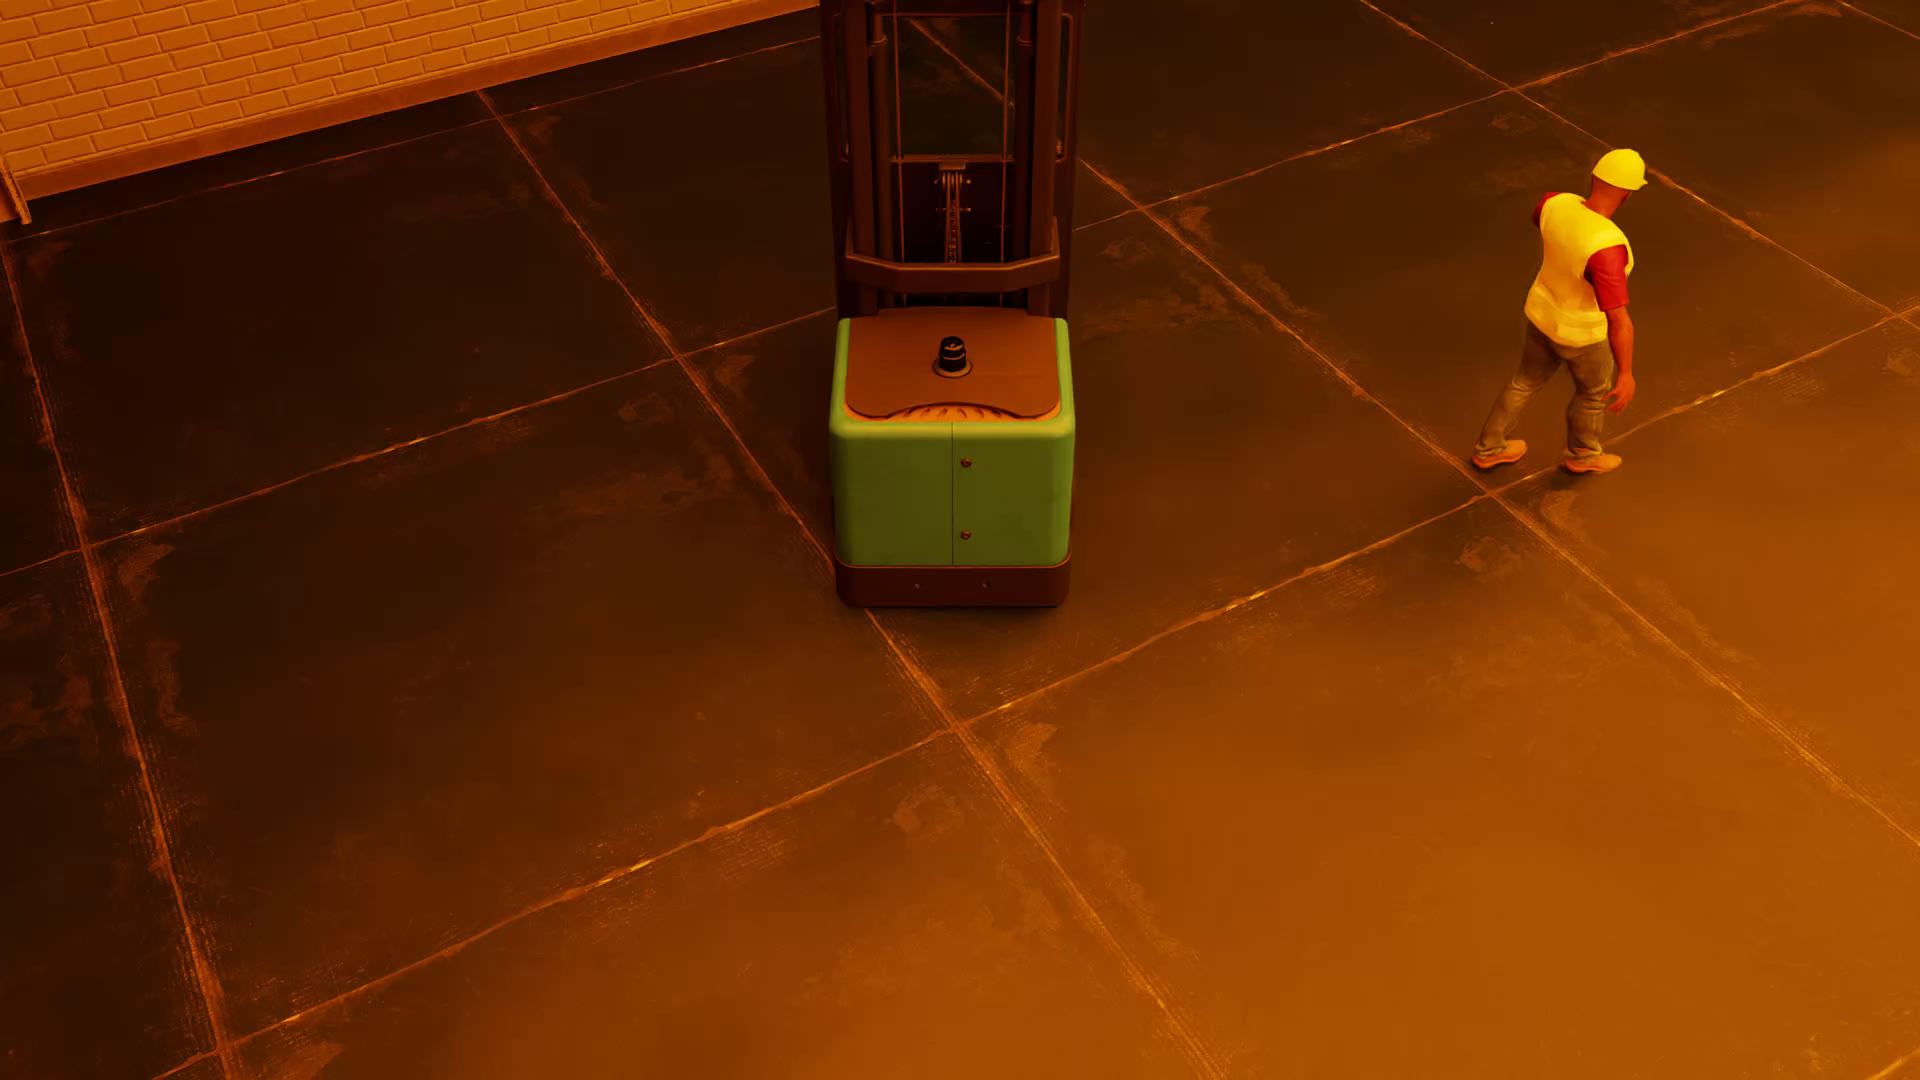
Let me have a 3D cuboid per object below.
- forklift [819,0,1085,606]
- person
[{"bbox_3d":[-0.034,-1.755,7.590,1.130,2.935,3.031,0,43,0],"label":"forklift"},{"bbox_3d":[2.914,-1.007,7.676,0.734,1.755,1.046,-14,45,-15],"label":"person"}]
